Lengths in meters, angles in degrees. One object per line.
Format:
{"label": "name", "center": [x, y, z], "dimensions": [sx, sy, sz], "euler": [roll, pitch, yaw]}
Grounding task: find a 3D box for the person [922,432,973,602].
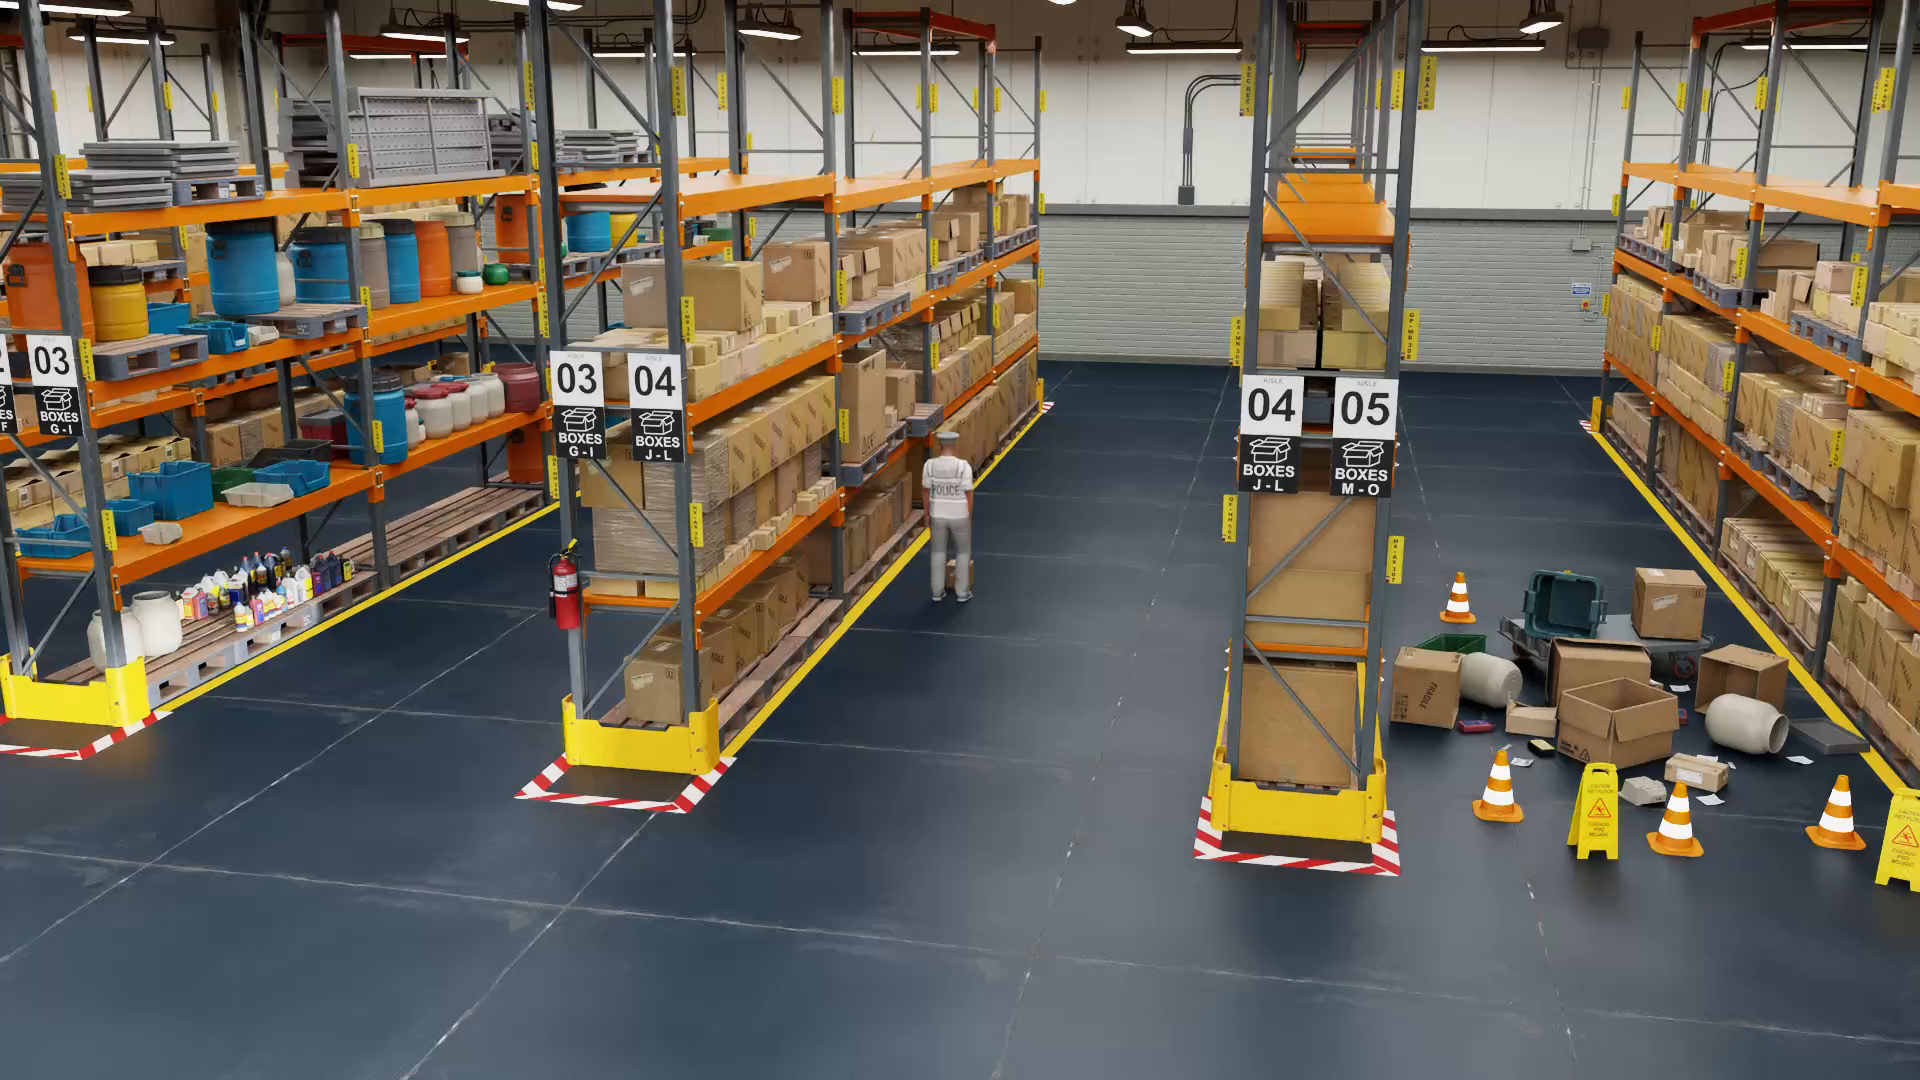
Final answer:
{"label": "person", "center": [-0.117, -0.237, 16.941], "dimensions": [0.530, 1.739, 0.374], "euler": [3, 15, 12]}
